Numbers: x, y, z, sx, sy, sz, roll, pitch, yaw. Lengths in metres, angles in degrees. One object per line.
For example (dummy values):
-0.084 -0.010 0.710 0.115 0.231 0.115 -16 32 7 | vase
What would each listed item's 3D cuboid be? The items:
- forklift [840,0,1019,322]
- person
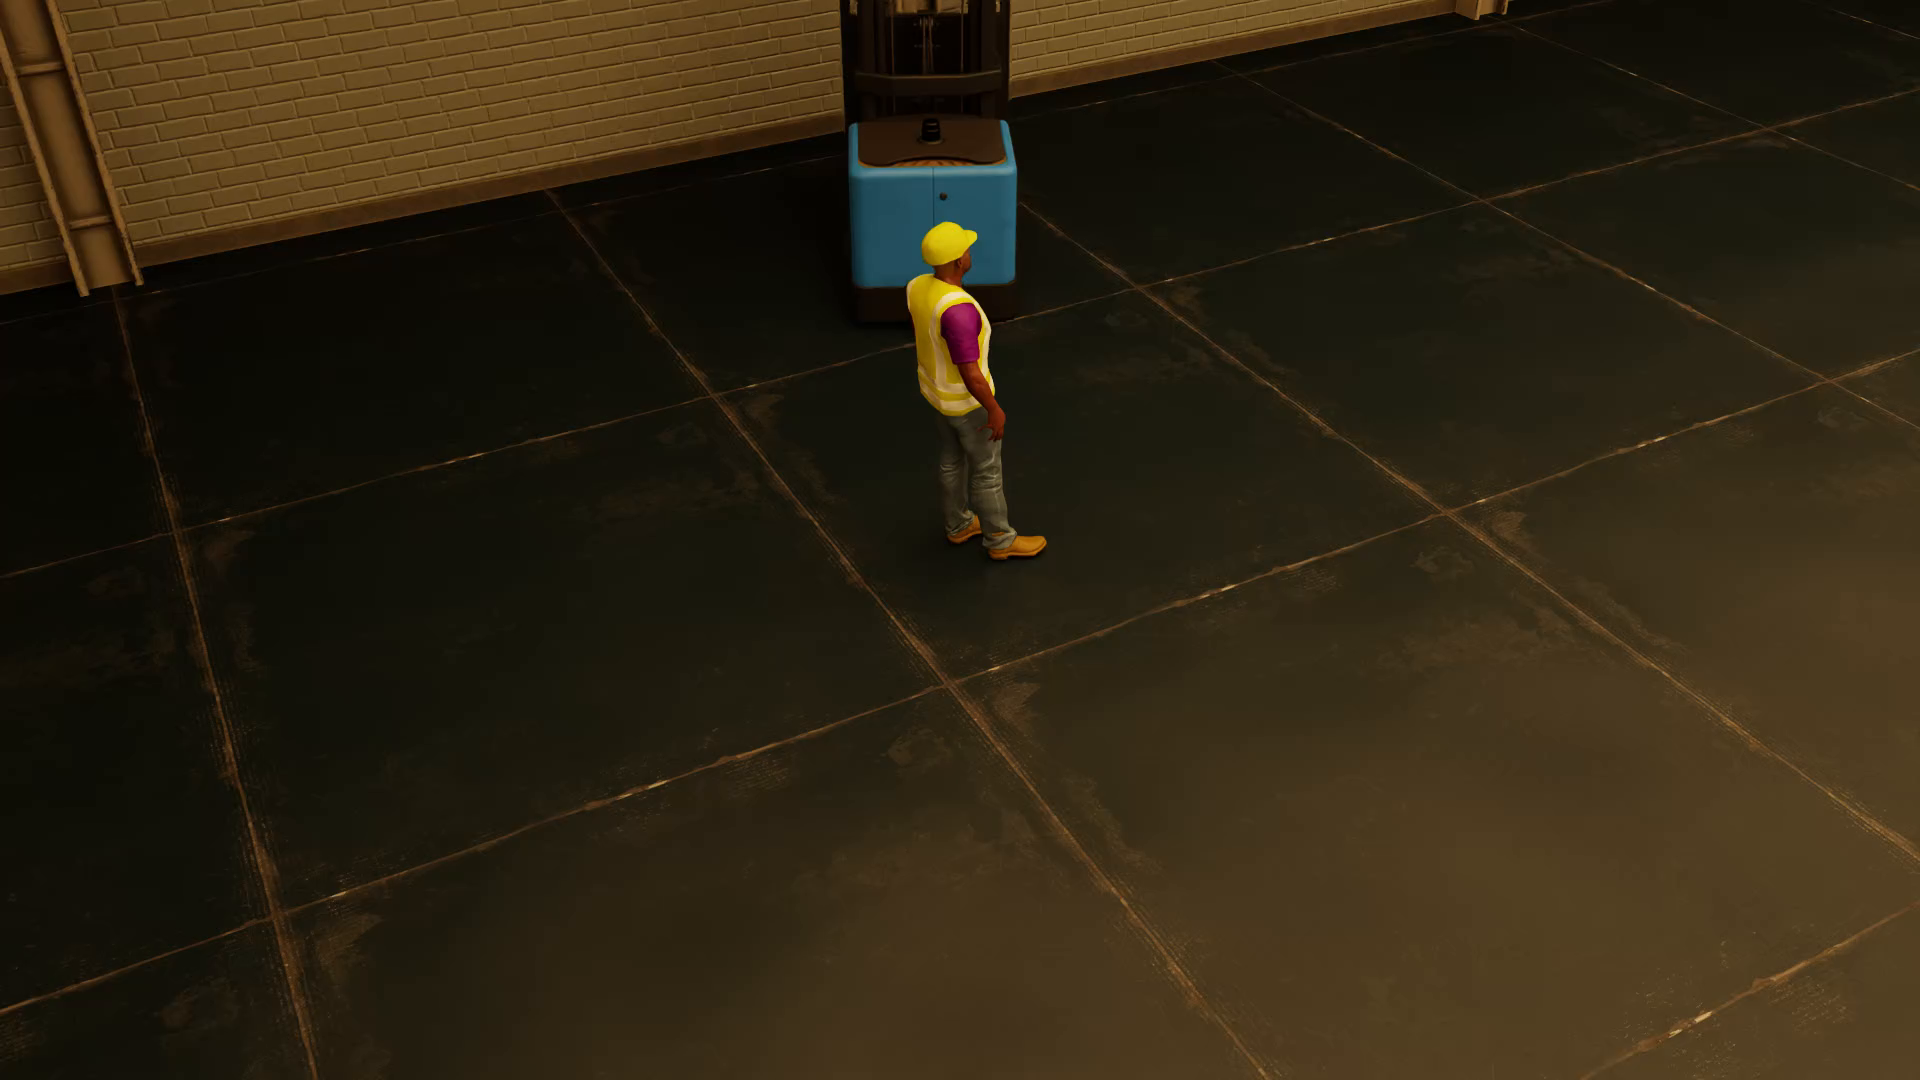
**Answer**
-0.236 -3.395 10.926 1.130 2.935 3.031 -2 35 -2 | forklift
0.064 -0.744 8.172 0.575 1.768 0.666 -17 39 -23 | person
